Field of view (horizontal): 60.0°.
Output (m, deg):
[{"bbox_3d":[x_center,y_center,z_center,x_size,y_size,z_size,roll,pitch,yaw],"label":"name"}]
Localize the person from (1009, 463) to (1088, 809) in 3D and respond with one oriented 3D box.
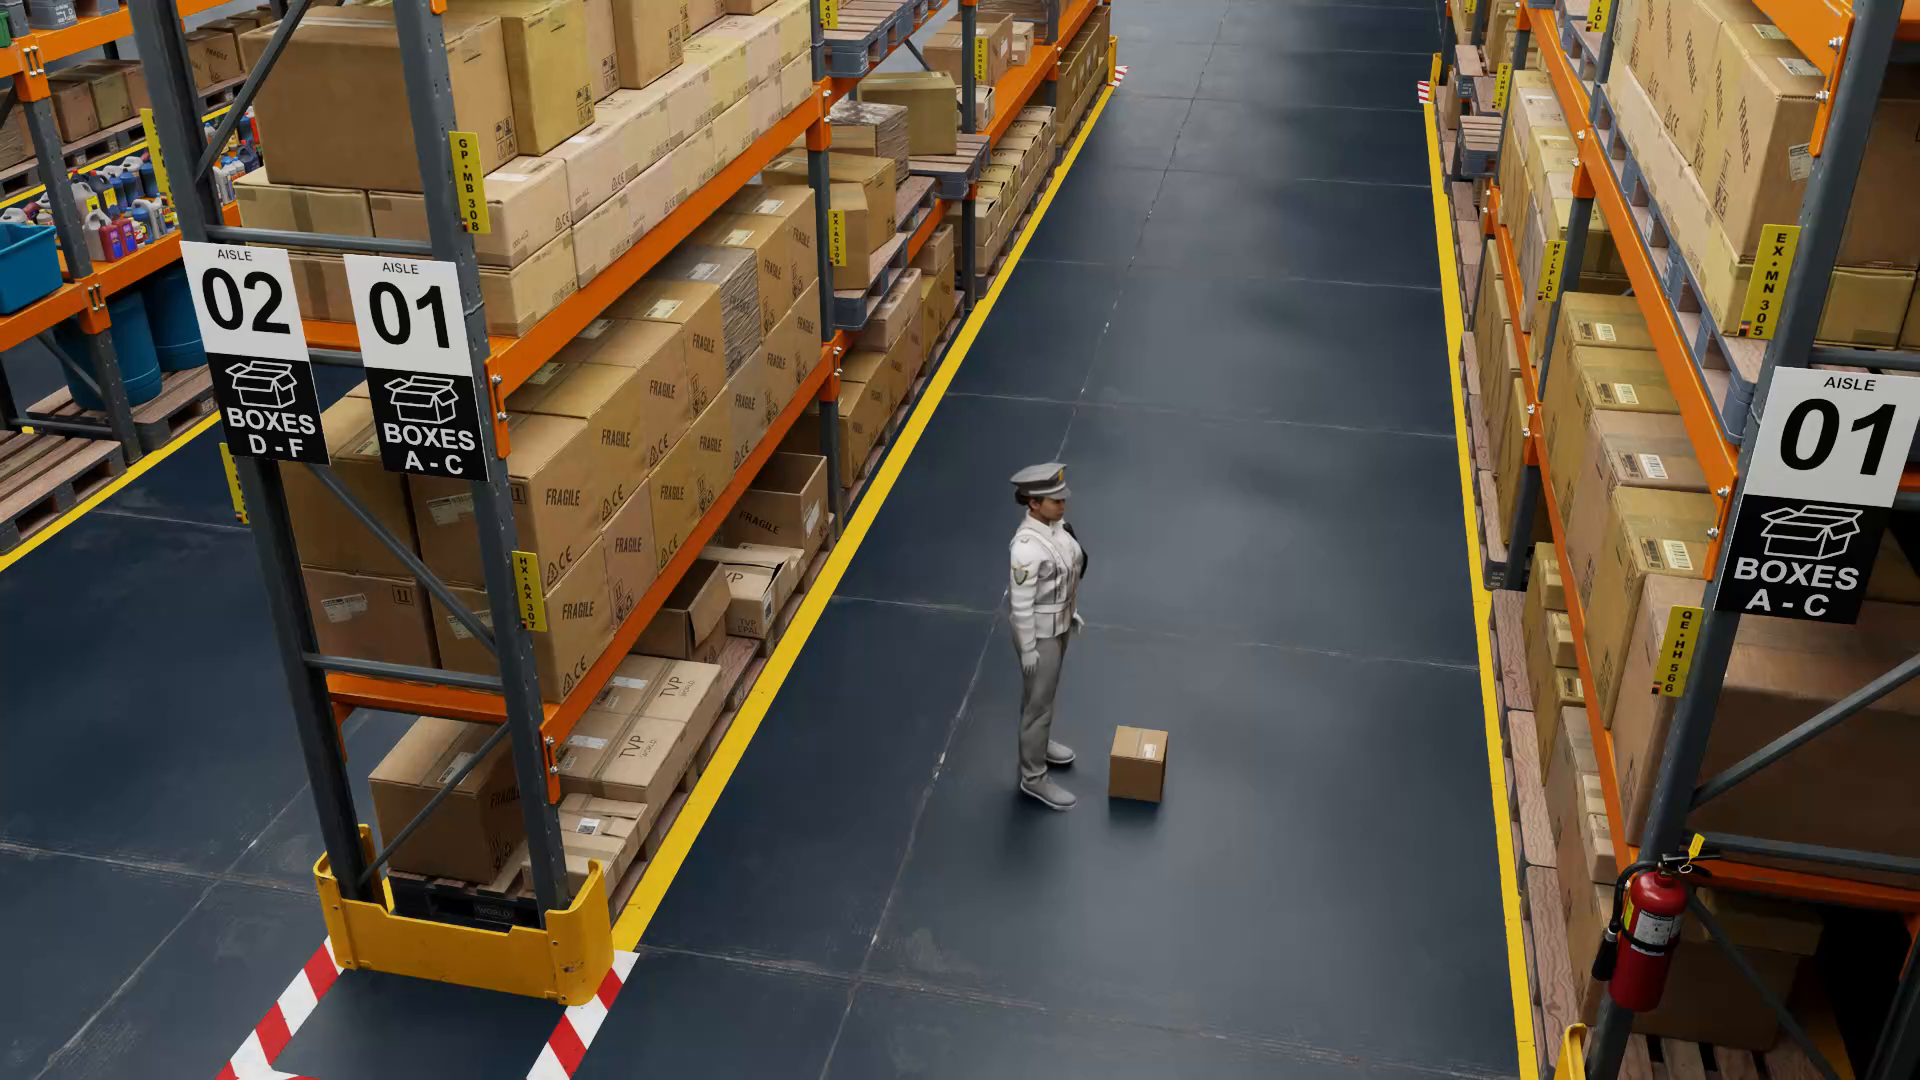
[{"bbox_3d":[0.426,0.419,7.817,0.400,1.711,0.500,9,30,15],"label":"person"}]
